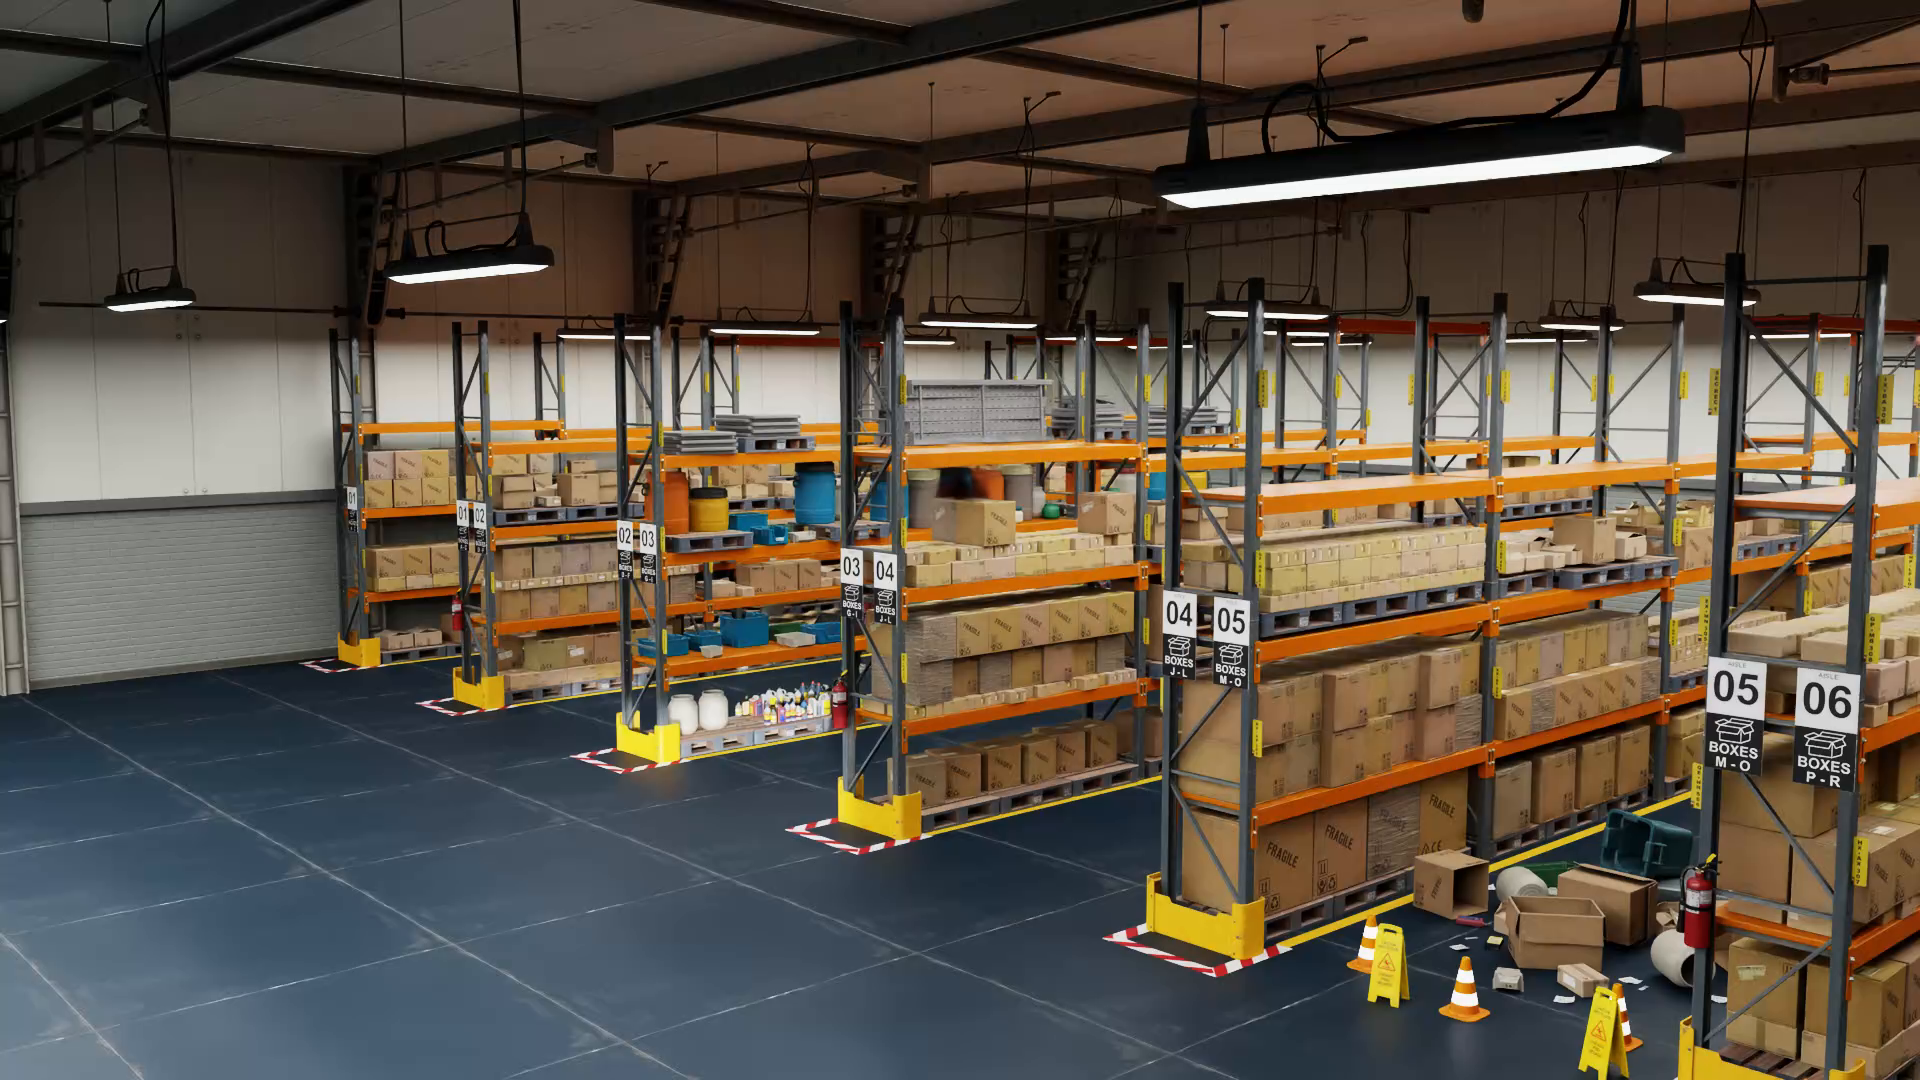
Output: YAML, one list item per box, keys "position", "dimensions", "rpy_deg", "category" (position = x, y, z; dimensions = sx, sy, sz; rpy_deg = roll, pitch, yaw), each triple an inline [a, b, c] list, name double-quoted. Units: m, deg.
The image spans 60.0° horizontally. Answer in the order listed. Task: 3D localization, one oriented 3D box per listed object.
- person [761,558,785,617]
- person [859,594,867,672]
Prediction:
- position: [-3.664, 1.147, 32.125]
  dimensions: [1.028, 1.620, 0.642]
  rpy_deg: [-5, 7, -41]
  category: "person"
- position: [-1.763, 1.494, 29.178]
  dimensions: [0.447, 1.605, 0.382]
  rpy_deg: [-5, 8, -42]
  category: "person"
